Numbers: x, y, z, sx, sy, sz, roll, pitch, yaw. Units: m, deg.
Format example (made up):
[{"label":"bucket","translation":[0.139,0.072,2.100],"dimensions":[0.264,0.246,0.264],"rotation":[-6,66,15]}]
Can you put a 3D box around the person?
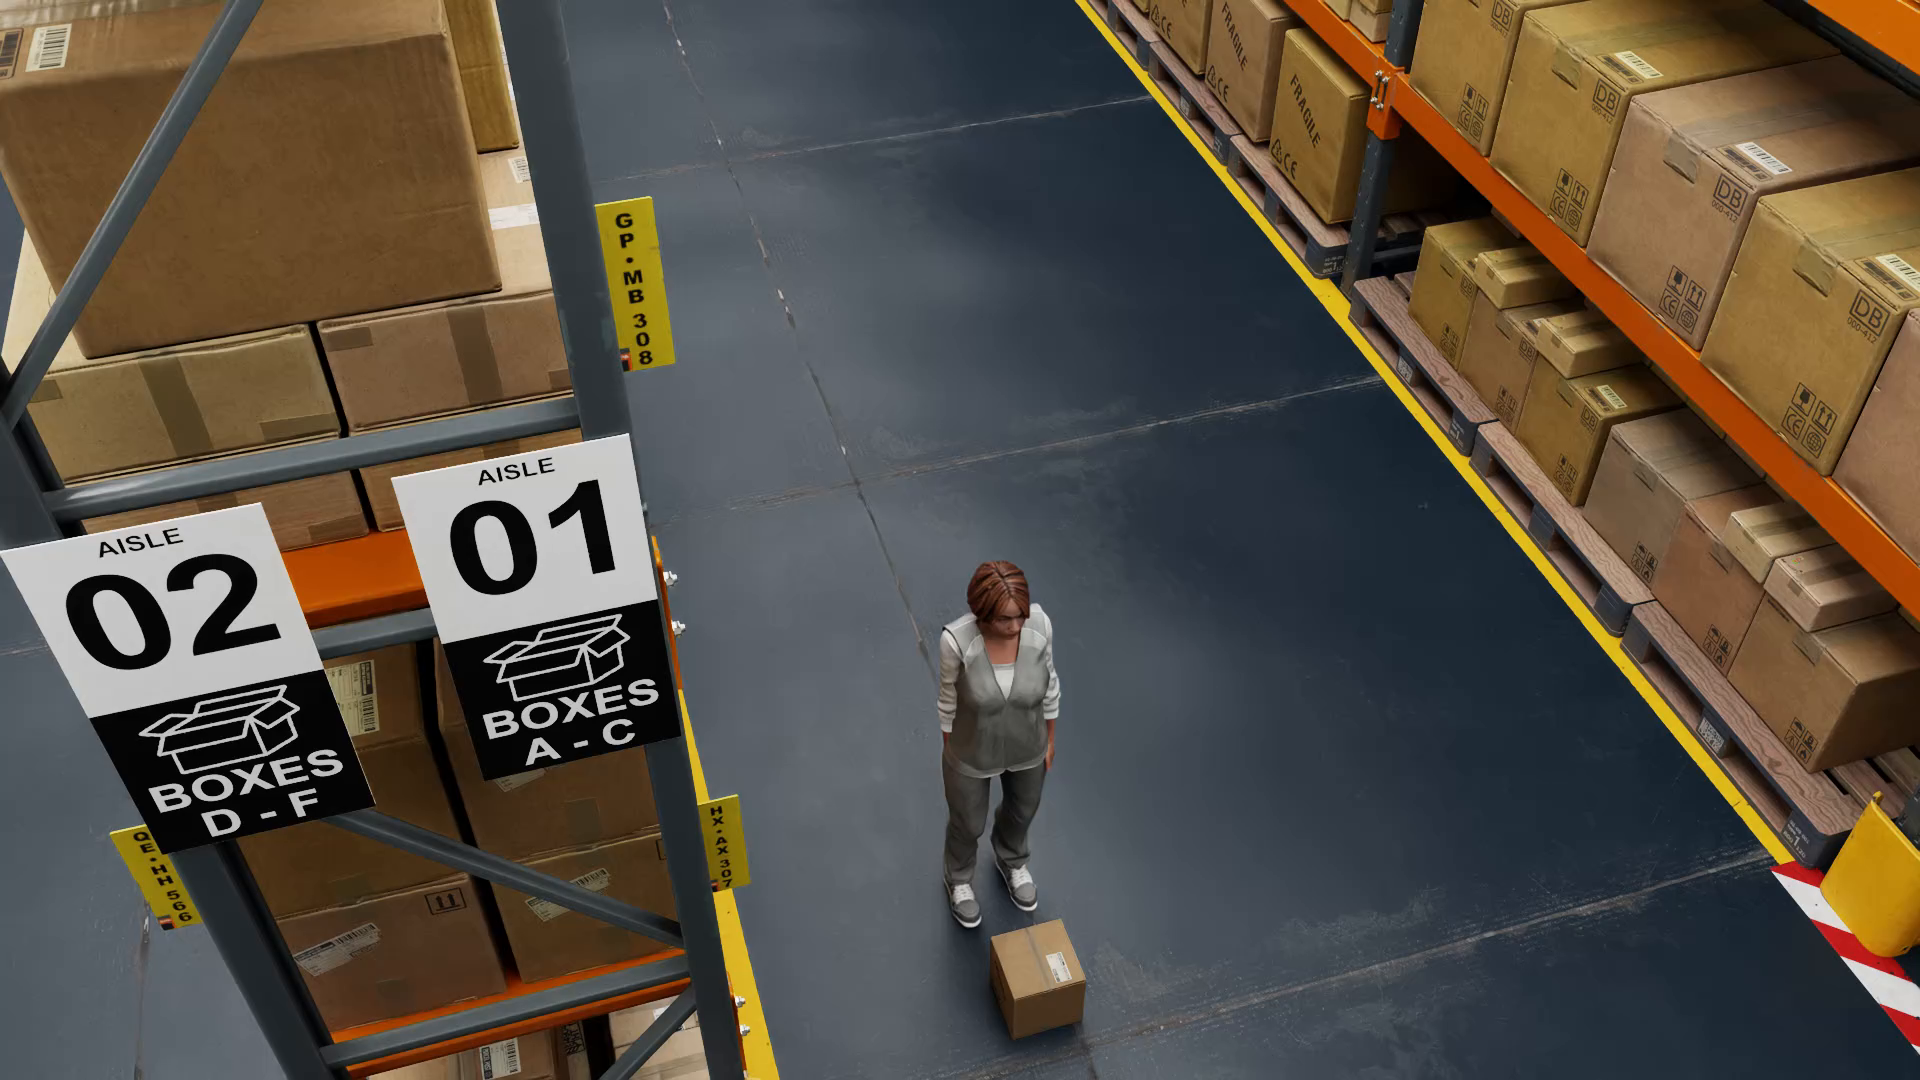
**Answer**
[{"label":"person","translation":[0.128,0.675,5.448],"dimensions":[0.406,1.600,0.311],"rotation":[-11,44,-12]}]
